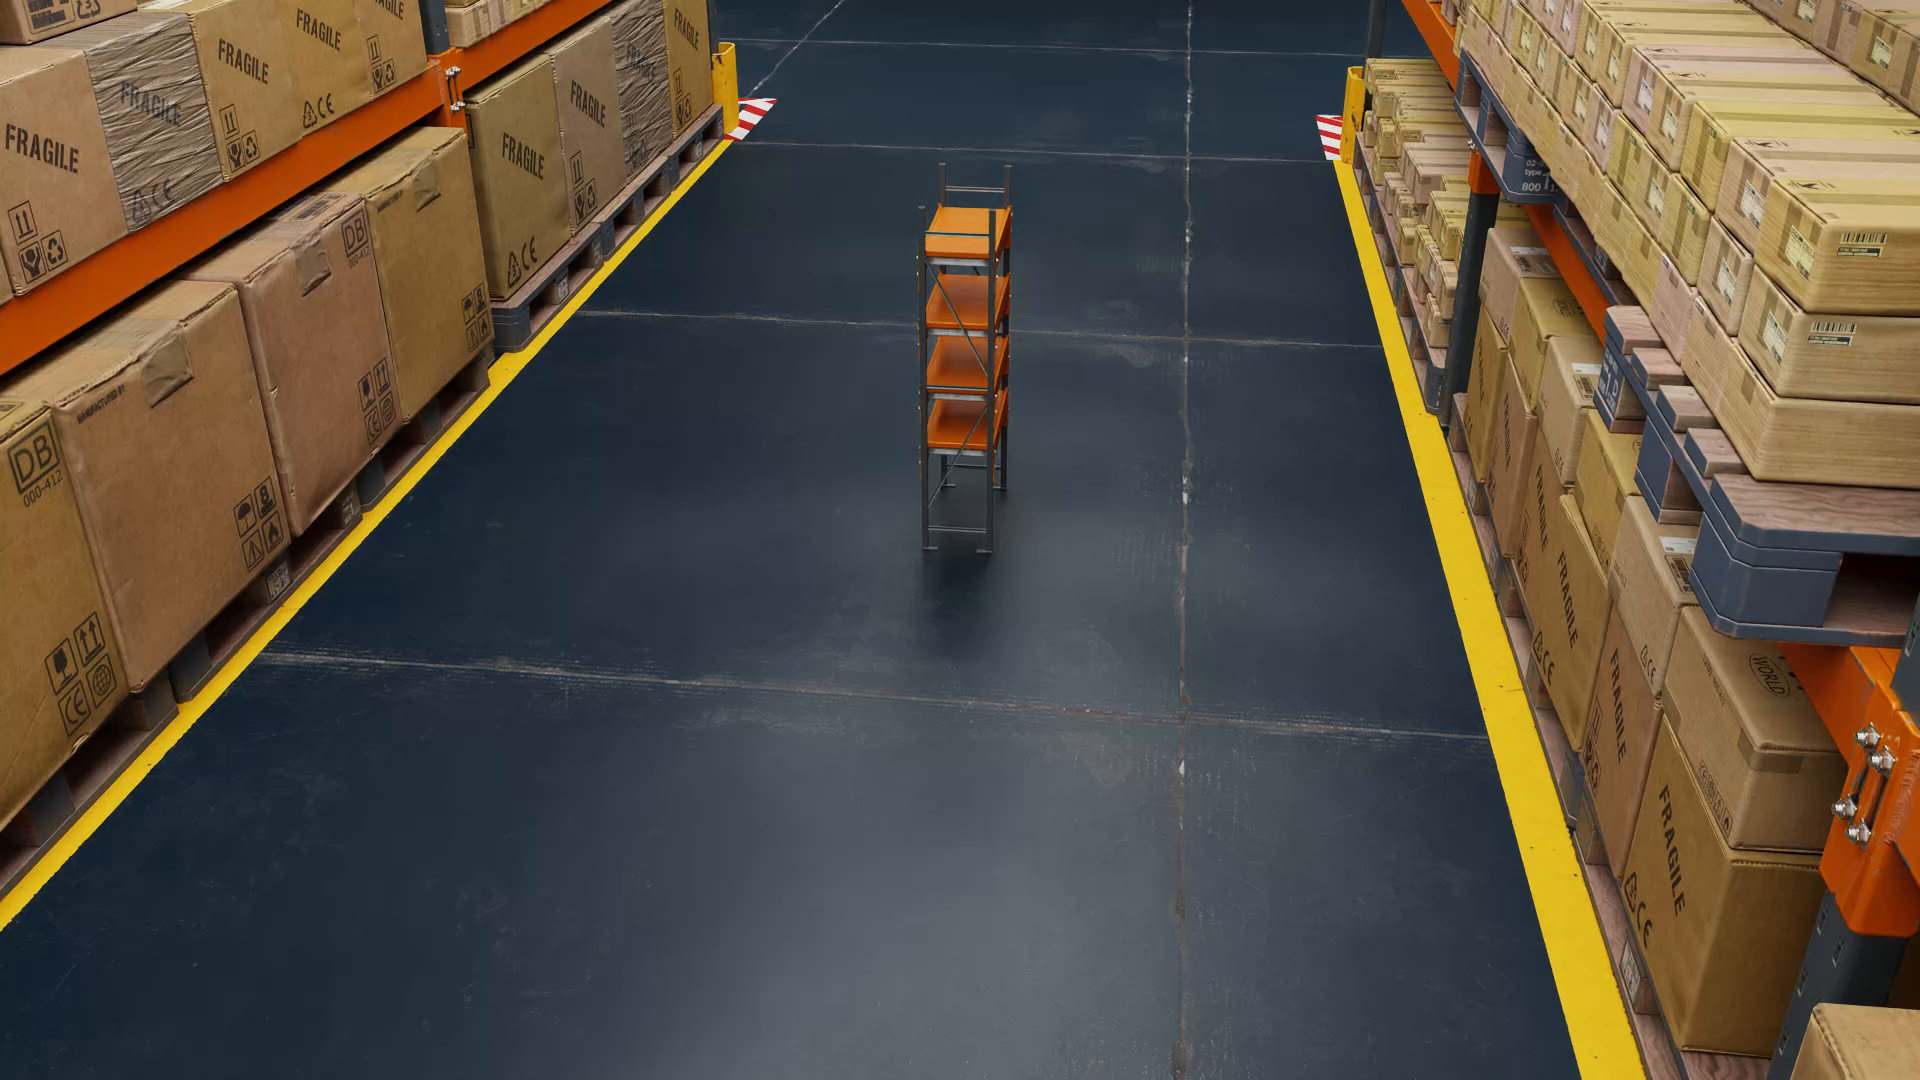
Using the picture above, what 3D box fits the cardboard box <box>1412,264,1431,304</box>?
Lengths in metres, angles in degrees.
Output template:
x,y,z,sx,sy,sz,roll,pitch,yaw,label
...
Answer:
x,y,z,sx,sy,sz,roll,pitch,yaw,label
2.193,-1.137,7.261,0.380,0.149,0.250,2,28,5,cardboard box

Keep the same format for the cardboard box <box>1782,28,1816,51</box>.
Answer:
x,y,z,sx,sy,sz,roll,pitch,yaw,label
2.421,-1.272,4.456,0.380,0.149,0.250,2,28,4,cardboard box

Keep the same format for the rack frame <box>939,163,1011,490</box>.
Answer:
x,y,z,sx,sy,sz,roll,pitch,yaw,label
0.050,-0.721,5.823,0.240,1.200,0.015,3,28,6,rack frame

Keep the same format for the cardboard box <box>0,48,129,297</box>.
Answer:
x,y,z,sx,sy,sz,roll,pitch,yaw,label
-2.550,-0.952,4.248,0.500,0.500,0.500,3,28,5,cardboard box

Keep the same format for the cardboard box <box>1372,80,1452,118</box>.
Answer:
x,y,z,sx,sy,sz,roll,pitch,yaw,label
2.417,-2.357,8.898,0.380,0.149,0.250,3,28,6,cardboard box

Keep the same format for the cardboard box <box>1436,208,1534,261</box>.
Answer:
x,y,z,sx,sy,sz,roll,pitch,yaw,label
2.177,-1.254,6.851,0.380,0.149,0.250,4,29,7,cardboard box

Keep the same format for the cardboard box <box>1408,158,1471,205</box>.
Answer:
x,y,z,sx,sy,sz,roll,pitch,yaw,label
2.252,-1.622,7.534,0.380,0.149,0.250,2,28,4,cardboard box

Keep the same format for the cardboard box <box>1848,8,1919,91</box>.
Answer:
x,y,z,sx,sy,sz,roll,pitch,yaw,label
2.353,-1.153,3.922,0.380,0.149,0.250,3,28,5,cardboard box

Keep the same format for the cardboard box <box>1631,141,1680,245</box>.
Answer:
x,y,z,sx,sy,sz,roll,pitch,yaw,label
1.611,-0.706,3.407,0.380,0.149,0.250,3,29,6,cardboard box

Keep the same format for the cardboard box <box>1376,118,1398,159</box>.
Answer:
x,y,z,sx,sy,sz,roll,pitch,yaw,label
2.401,-2.109,8.751,0.380,0.149,0.250,4,29,8,cardboard box

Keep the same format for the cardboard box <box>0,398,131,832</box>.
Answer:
x,y,z,sx,sy,sz,roll,pitch,yaw,label
-2.895,0.217,3.983,1.225,0.875,0.875,2,28,4,cardboard box

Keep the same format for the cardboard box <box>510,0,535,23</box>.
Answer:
x,y,z,sx,sy,sz,roll,pitch,yaw,label
-2.080,-2.350,7.215,0.380,0.149,0.250,4,29,8,cardboard box

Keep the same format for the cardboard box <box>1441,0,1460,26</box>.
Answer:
x,y,z,sx,sy,sz,roll,pitch,yaw,label
2.278,-2.294,7.111,0.380,0.149,0.250,2,28,4,cardboard box

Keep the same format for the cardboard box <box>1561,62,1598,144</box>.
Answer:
x,y,z,sx,sy,sz,roll,pitch,yaw,label
1.706,-1.068,4.077,0.380,0.149,0.250,3,28,5,cardboard box

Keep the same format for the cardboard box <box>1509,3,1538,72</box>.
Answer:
x,y,z,sx,sy,sz,roll,pitch,yaw,label
1.803,-1.438,4.765,0.380,0.149,0.250,2,28,4,cardboard box

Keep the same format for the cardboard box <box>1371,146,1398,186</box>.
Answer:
x,y,z,sx,sy,sz,roll,pitch,yaw,label
2.394,-1.983,8.831,0.380,0.149,0.250,4,29,7,cardboard box

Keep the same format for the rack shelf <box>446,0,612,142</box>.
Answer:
x,y,z,sx,sy,sz,roll,pitch,yaw,label
-2.265,-2.718,8.391,1.077,0.370,4.000,3,28,6,rack shelf

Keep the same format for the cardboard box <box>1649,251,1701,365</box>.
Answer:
x,y,z,sx,sy,sz,roll,pitch,yaw,label
1.578,-0.446,3.237,0.380,0.149,0.250,4,29,7,cardboard box

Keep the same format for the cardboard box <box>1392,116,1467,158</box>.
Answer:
x,y,z,sx,sy,sz,roll,pitch,yaw,label
2.347,-1.984,8.207,0.380,0.149,0.250,4,29,7,cardboard box

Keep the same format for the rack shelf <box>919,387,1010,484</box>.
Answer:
x,y,z,sx,sy,sz,roll,pitch,yaw,label
0.020,-0.372,5.736,0.258,0.148,0.480,3,28,6,rack shelf

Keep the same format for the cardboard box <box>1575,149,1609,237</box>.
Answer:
x,y,z,sx,sy,sz,roll,pitch,yaw,label
1.677,-0.811,3.915,0.380,0.149,0.250,4,29,8,cardboard box

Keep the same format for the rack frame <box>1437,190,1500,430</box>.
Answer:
x,y,z,sx,sy,sz,roll,pitch,yaw,label
2.400,-1.757,5.849,1.000,3.000,0.127,3,28,6,rack frame

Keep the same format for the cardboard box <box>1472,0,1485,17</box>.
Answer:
x,y,z,sx,sy,sz,roll,pitch,yaw,label
1.896,-1.804,5.444,0.380,0.149,0.250,4,29,7,cardboard box

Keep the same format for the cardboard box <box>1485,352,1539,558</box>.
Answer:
x,y,z,sx,sy,sz,roll,pitch,yaw,label
1.983,-0.260,5.263,0.500,0.500,0.500,5,29,8,cardboard box

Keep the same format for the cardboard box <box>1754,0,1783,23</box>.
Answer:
x,y,z,sx,sy,sz,roll,pitch,yaw,label
2.447,-1.522,4.607,0.380,0.149,0.250,3,28,6,cardboard box

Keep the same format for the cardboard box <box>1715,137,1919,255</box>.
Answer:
x,y,z,sx,sy,sz,roll,pitch,yaw,label
1.548,-0.586,2.870,0.380,0.149,0.250,3,28,6,cardboard box

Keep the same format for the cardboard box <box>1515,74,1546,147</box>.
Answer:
x,y,z,sx,sy,sz,roll,pitch,yaw,label
1.770,-1.187,4.612,0.380,0.149,0.250,2,28,4,cardboard box

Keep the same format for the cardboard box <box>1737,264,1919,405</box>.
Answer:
x,y,z,sx,sy,sz,roll,pitch,yaw,label
1.519,-0.339,2.725,0.380,0.149,0.250,4,29,7,cardboard box

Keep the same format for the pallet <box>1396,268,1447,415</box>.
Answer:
x,y,z,sx,sy,sz,roll,pitch,yaw,label
2.447,-0.848,7.101,1.003,0.211,1.213,3,28,6,pallet

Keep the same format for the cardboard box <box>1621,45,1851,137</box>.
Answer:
x,y,z,sx,sy,sz,roll,pitch,yaw,label
1.645,-0.948,3.543,0.380,0.149,0.250,3,28,6,cardboard box

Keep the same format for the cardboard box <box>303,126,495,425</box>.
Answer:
x,y,z,sx,sy,sz,roll,pitch,yaw,label
-2.569,-1.040,6.316,1.225,0.875,0.875,3,29,6,cardboard box

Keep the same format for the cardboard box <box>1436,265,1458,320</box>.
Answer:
x,y,z,sx,sy,sz,roll,pitch,yaw,label
2.123,-0.985,6.665,0.380,0.149,0.250,4,29,7,cardboard box

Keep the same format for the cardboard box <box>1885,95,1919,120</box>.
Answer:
x,y,z,sx,sy,sz,roll,pitch,yaw,label
2.325,-0.902,3.770,0.380,0.149,0.250,3,28,6,cardboard box

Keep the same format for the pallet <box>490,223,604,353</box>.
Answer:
x,y,z,sx,sy,sz,roll,pitch,yaw,label
-2.339,-1.219,7.790,1.003,0.211,1.213,3,28,6,pallet

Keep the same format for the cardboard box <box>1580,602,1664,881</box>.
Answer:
x,y,z,sx,sy,sz,roll,pitch,yaw,label
1.799,0.472,3.904,0.500,0.500,0.500,4,29,8,cardboard box

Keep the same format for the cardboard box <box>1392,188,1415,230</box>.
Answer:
x,y,z,sx,sy,sz,roll,pitch,yaw,label
2.332,-1.613,8.145,0.380,0.149,0.250,3,28,6,cardboard box

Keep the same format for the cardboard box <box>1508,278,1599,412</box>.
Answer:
x,y,z,sx,sy,sz,roll,pitch,yaw,label
1.985,-0.589,5.082,0.500,0.250,0.500,4,29,8,cardboard box

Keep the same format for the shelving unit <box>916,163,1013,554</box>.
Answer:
x,y,z,sx,sy,sz,roll,pitch,yaw,label
0.020,-0.606,5.610,0.258,1.200,0.503,3,28,6,shelving unit

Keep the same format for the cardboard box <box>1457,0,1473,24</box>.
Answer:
x,y,z,sx,sy,sz,roll,pitch,yaw,label
2.179,-2.176,6.208,0.500,0.500,0.500,3,28,6,cardboard box

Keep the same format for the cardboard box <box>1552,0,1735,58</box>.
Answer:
x,y,z,sx,sy,sz,roll,pitch,yaw,label
1.738,-1.326,4.244,0.380,0.149,0.250,4,29,8,cardboard box

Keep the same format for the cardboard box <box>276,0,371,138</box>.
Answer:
x,y,z,sx,sy,sz,roll,pitch,yaw,label
-2.364,-1.669,5.579,0.500,0.500,0.500,4,29,8,cardboard box

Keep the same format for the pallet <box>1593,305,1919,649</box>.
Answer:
x,y,z,sx,sy,sz,roll,pitch,yaw,label
1.892,-0.132,3.034,1.213,0.211,1.003,3,28,6,pallet

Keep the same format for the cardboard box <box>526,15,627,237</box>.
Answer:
x,y,z,sx,sy,sz,roll,pitch,yaw,label
-2.239,-2.072,8.231,0.875,0.875,0.875,3,28,6,cardboard box

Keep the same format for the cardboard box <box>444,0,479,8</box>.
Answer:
x,y,z,sx,sy,sz,roll,pitch,yaw,label
-2.192,-2.364,6.820,0.500,0.250,0.500,3,28,5,cardboard box

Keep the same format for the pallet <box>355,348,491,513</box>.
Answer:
x,y,z,sx,sy,sz,roll,pitch,yaw,label
-2.530,-0.498,6.452,1.003,0.211,1.213,3,28,6,pallet

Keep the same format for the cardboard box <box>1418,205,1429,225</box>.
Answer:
x,y,z,sx,sy,sz,roll,pitch,yaw,label
2.299,-1.474,7.572,0.380,0.149,0.250,4,29,7,cardboard box

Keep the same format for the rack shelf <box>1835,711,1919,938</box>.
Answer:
x,y,z,sx,sy,sz,roll,pitch,yaw,label
1.665,1.384,0.778,1.077,0.370,4.000,3,28,6,rack shelf

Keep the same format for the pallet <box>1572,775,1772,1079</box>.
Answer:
x,y,z,sx,sy,sz,roll,pitch,yaw,label
2.007,0.985,3.698,1.003,0.211,1.213,3,28,6,pallet

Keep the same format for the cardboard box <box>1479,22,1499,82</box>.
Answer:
x,y,z,sx,sy,sz,roll,pitch,yaw,label
1.867,-1.542,5.272,0.380,0.149,0.250,4,29,7,cardboard box

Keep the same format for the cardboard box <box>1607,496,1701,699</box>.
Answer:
x,y,z,sx,sy,sz,roll,pitch,yaw,label
1.785,0.135,3.738,0.500,0.250,0.500,4,29,7,cardboard box
